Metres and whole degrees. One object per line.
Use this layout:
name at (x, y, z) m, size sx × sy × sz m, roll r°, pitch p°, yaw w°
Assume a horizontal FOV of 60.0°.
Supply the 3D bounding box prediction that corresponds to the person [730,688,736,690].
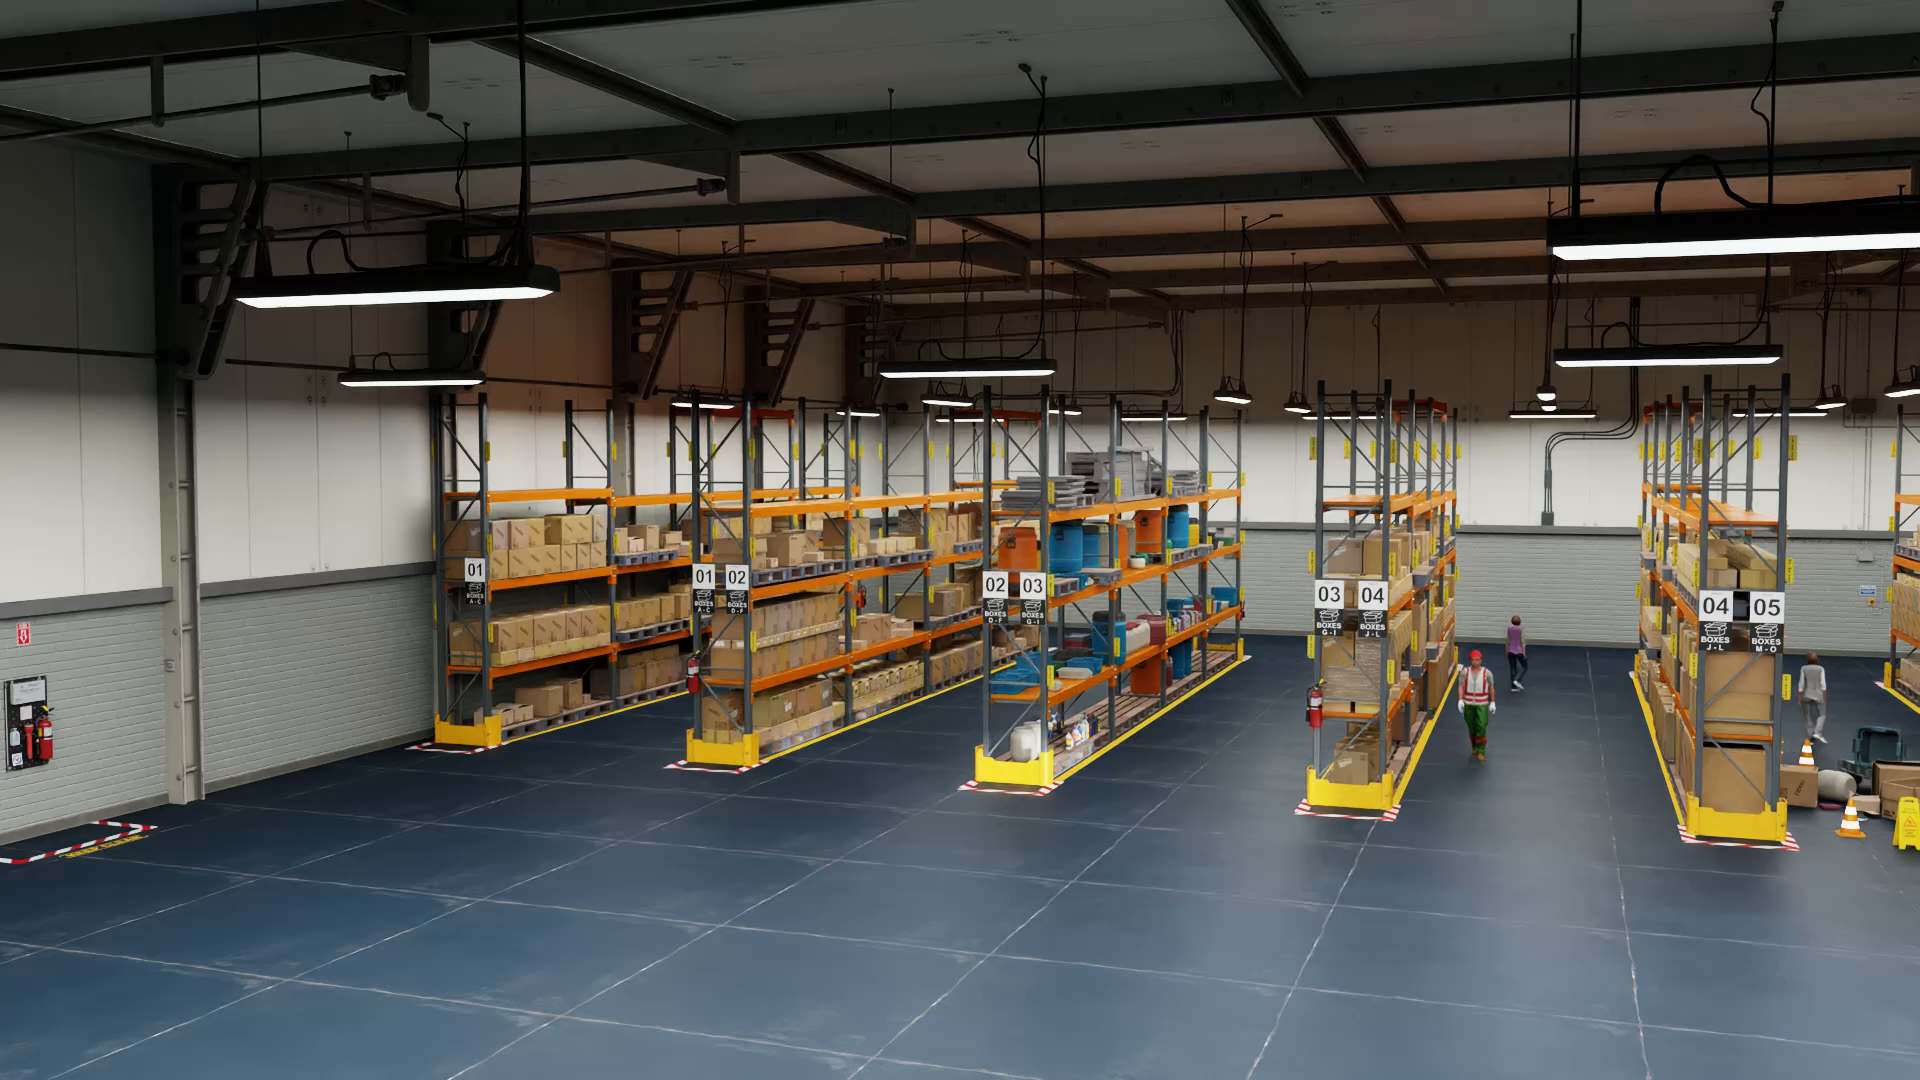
person at (-4.191, 2.450, 31.642) m, size 0.652 × 1.747 × 0.624 m, roll 0°, pitch 3°, yaw 0°

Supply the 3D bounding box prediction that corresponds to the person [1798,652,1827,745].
person at (14.515, 2.701, 28.302) m, size 0.462 × 1.595 × 0.438 m, roll 2°, pitch 3°, yaw 27°

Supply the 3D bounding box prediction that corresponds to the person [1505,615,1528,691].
person at (11.554, 2.363, 34.615) m, size 0.440 × 1.597 × 0.440 m, roll 2°, pitch 4°, yaw 38°

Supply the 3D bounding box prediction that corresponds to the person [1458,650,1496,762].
person at (8.345, 2.662, 26.923) m, size 0.572 × 1.745 × 0.924 m, roll 2°, pitch 3°, yaw 28°
